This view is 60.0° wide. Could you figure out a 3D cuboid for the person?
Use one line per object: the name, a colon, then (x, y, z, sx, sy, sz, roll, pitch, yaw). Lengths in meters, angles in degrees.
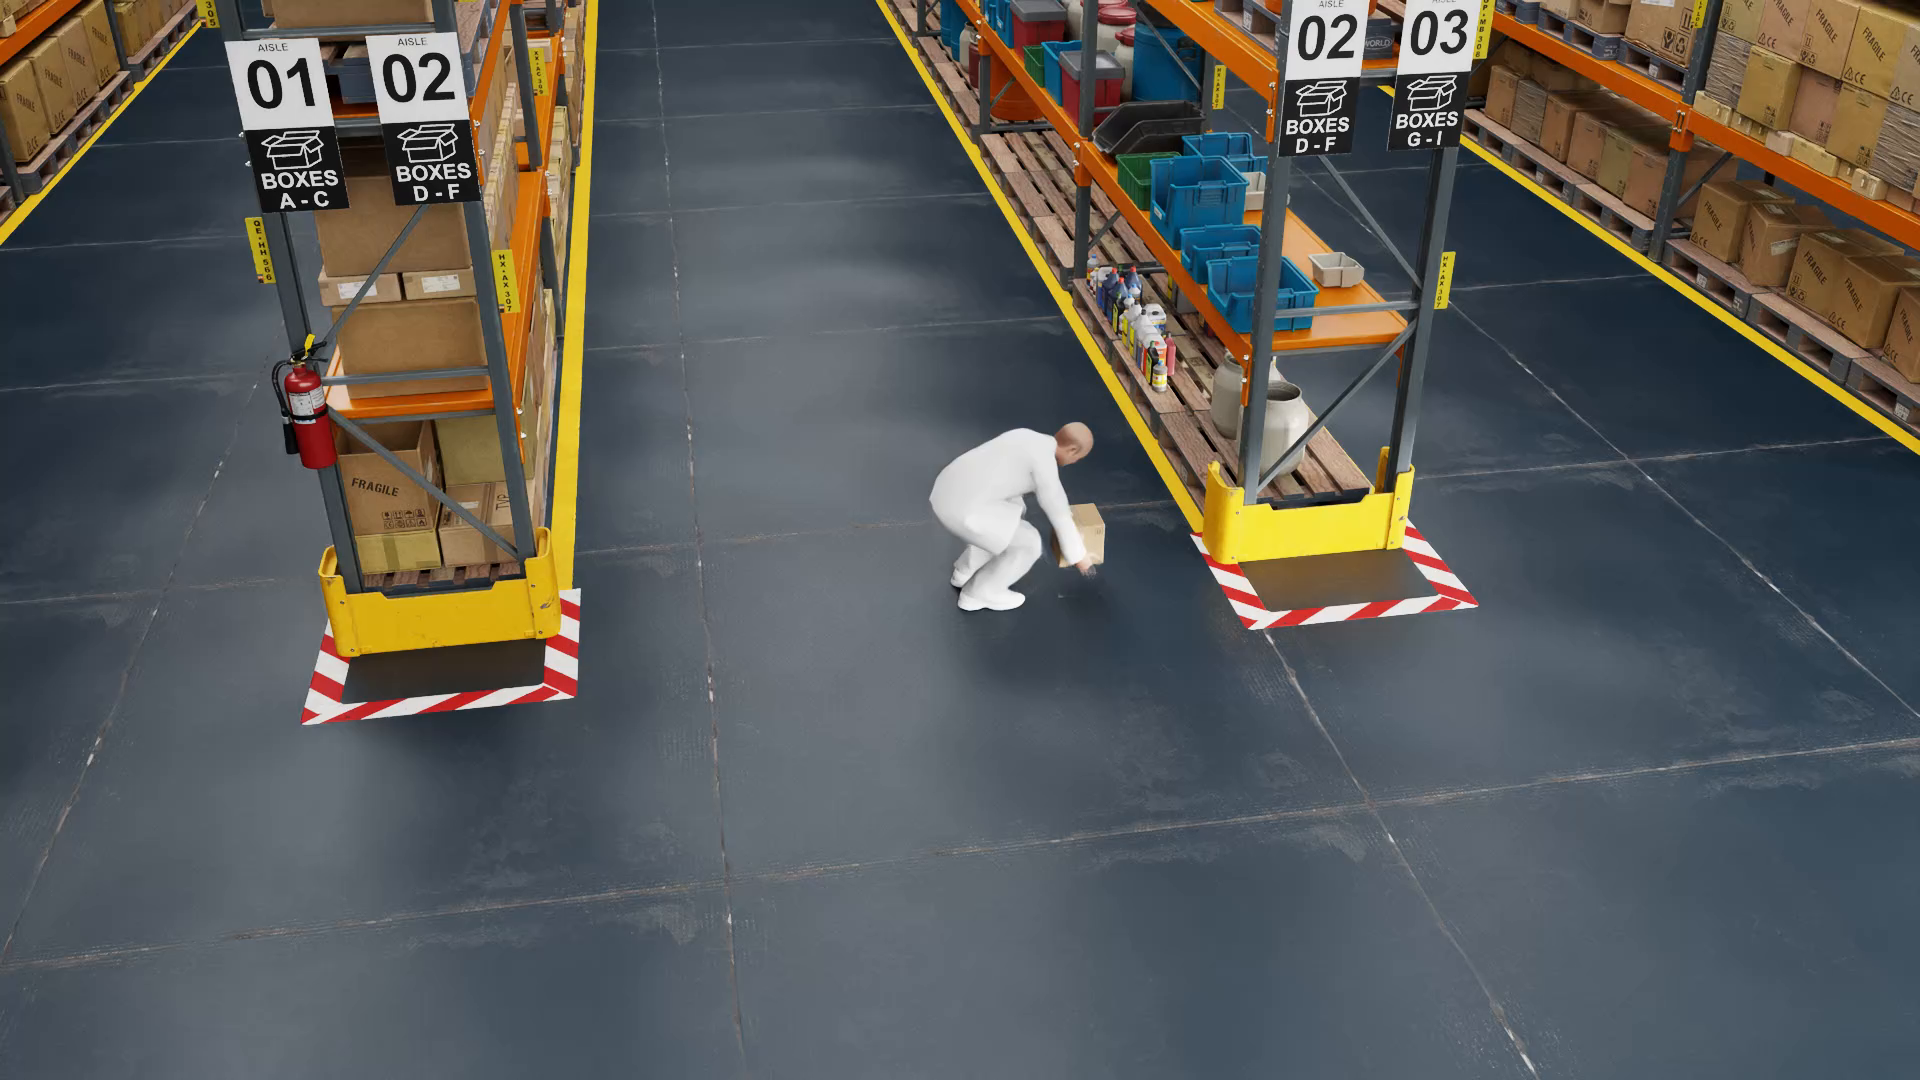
person: (0.301, -0.132, 9.184, 0.942, 0.971, 0.589, -6, 31, -10)
